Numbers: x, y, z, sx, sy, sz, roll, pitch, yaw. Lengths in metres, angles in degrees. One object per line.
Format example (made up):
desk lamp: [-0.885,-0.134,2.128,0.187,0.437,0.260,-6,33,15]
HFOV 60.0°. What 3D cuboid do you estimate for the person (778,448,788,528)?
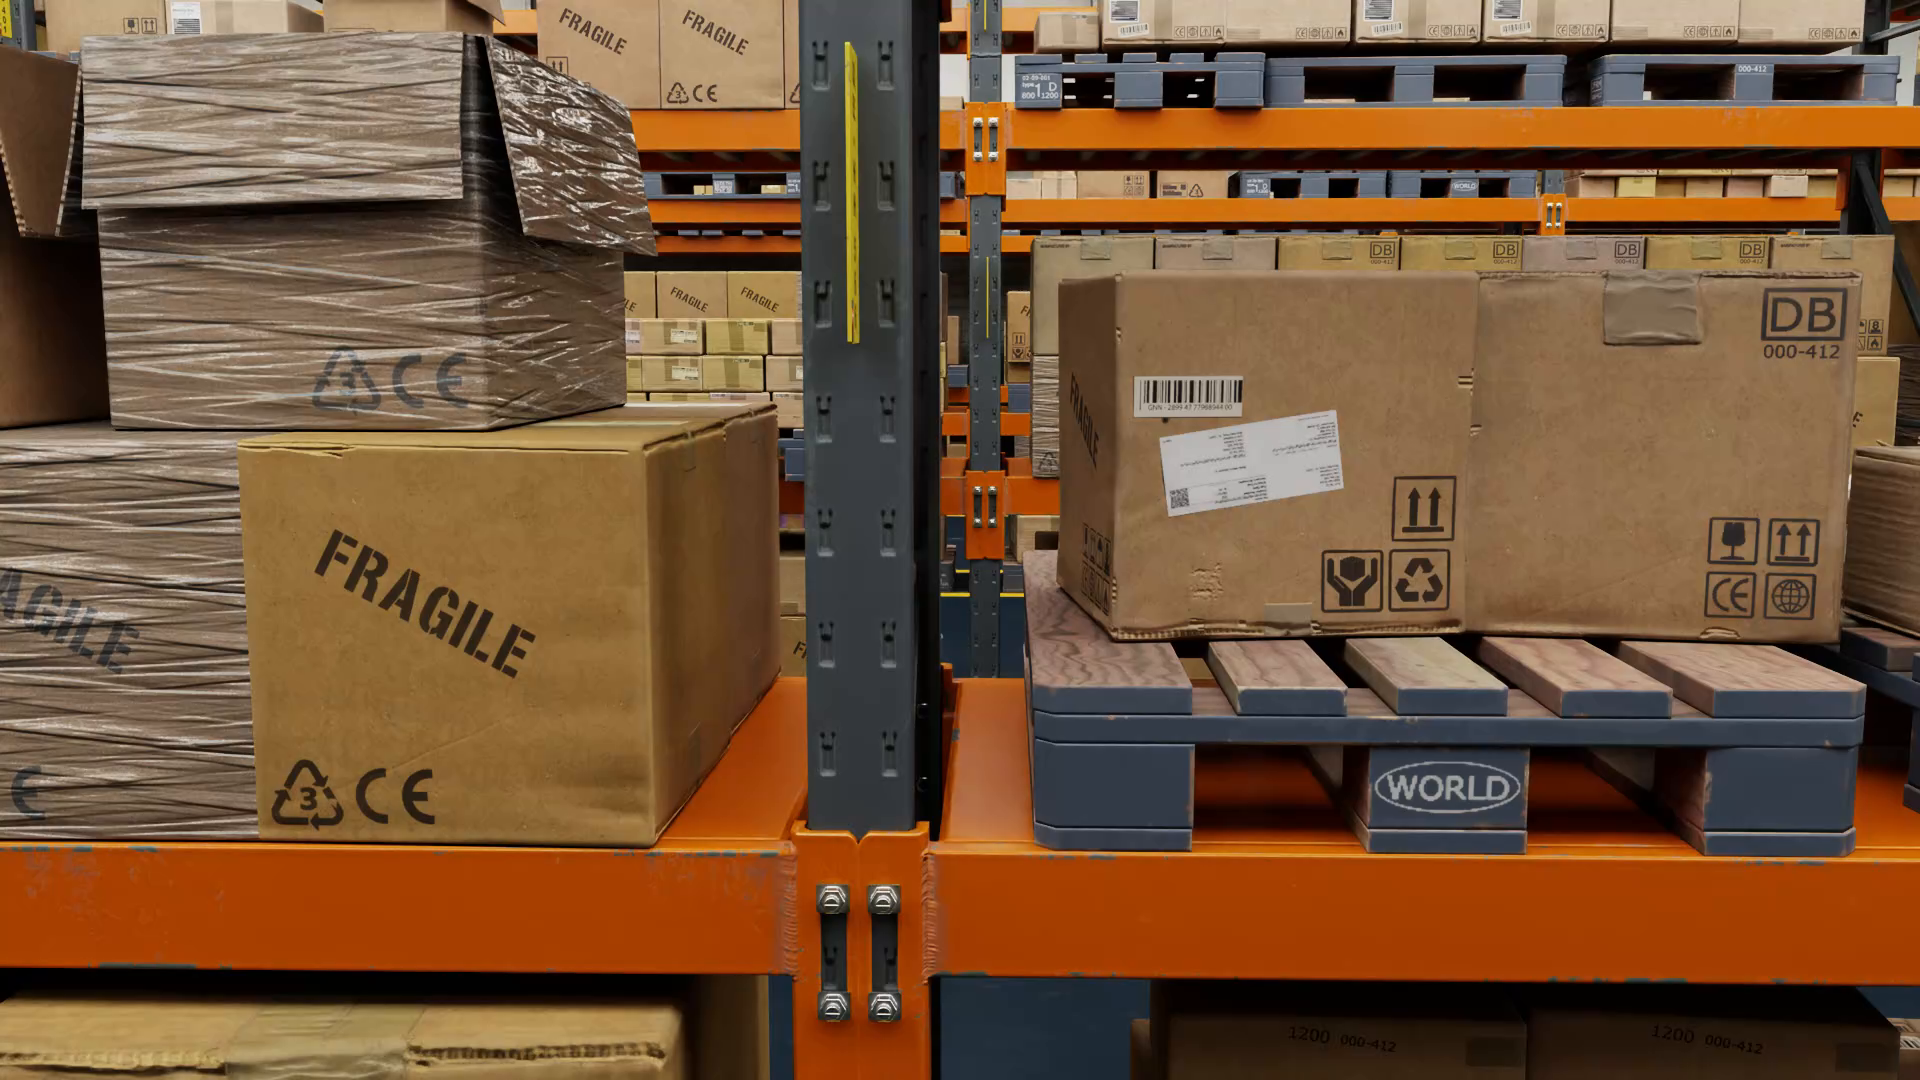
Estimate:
person: [-1.116,-0.064,9.125,0.569,1.593,0.451,-1,7,-7]
